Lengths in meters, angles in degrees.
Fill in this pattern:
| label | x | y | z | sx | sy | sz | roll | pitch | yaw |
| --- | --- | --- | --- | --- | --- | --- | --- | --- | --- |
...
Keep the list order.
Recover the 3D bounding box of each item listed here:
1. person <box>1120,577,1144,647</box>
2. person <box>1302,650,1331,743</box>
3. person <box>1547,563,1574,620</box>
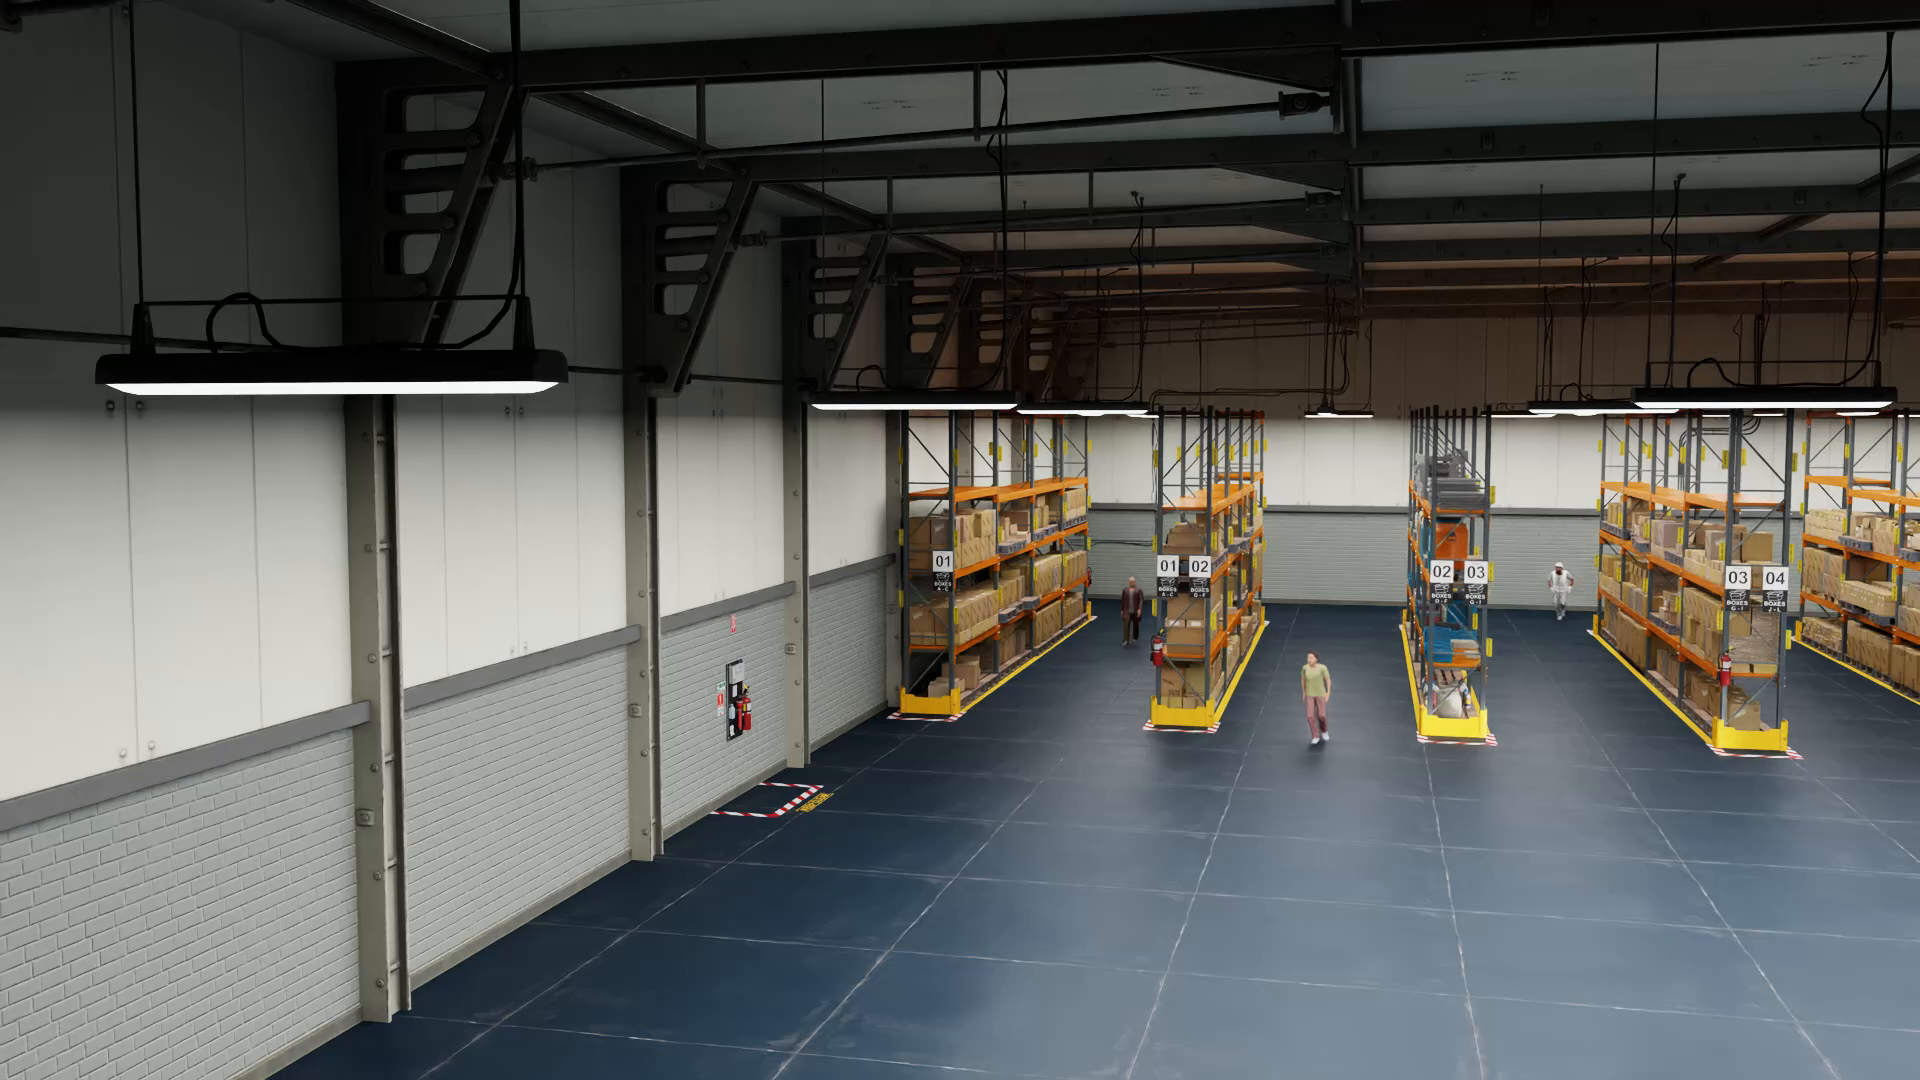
| label | x | y | z | sx | sy | sz | roll | pitch | yaw |
| --- | --- | --- | --- | --- | --- | --- | --- | --- | --- |
| person | 4.357 | 1.809 | 42.164 | 0.609 | 1.717 | 1.115 | 1 | 4 | 8 |
| person | 6.352 | 2.775 | 29.658 | 0.524 | 1.654 | 0.523 | 2 | 4 | 23 |
| person | 17.217 | 1.469 | 47.675 | 0.724 | 1.679 | 0.666 | 2 | 5 | 25 |
